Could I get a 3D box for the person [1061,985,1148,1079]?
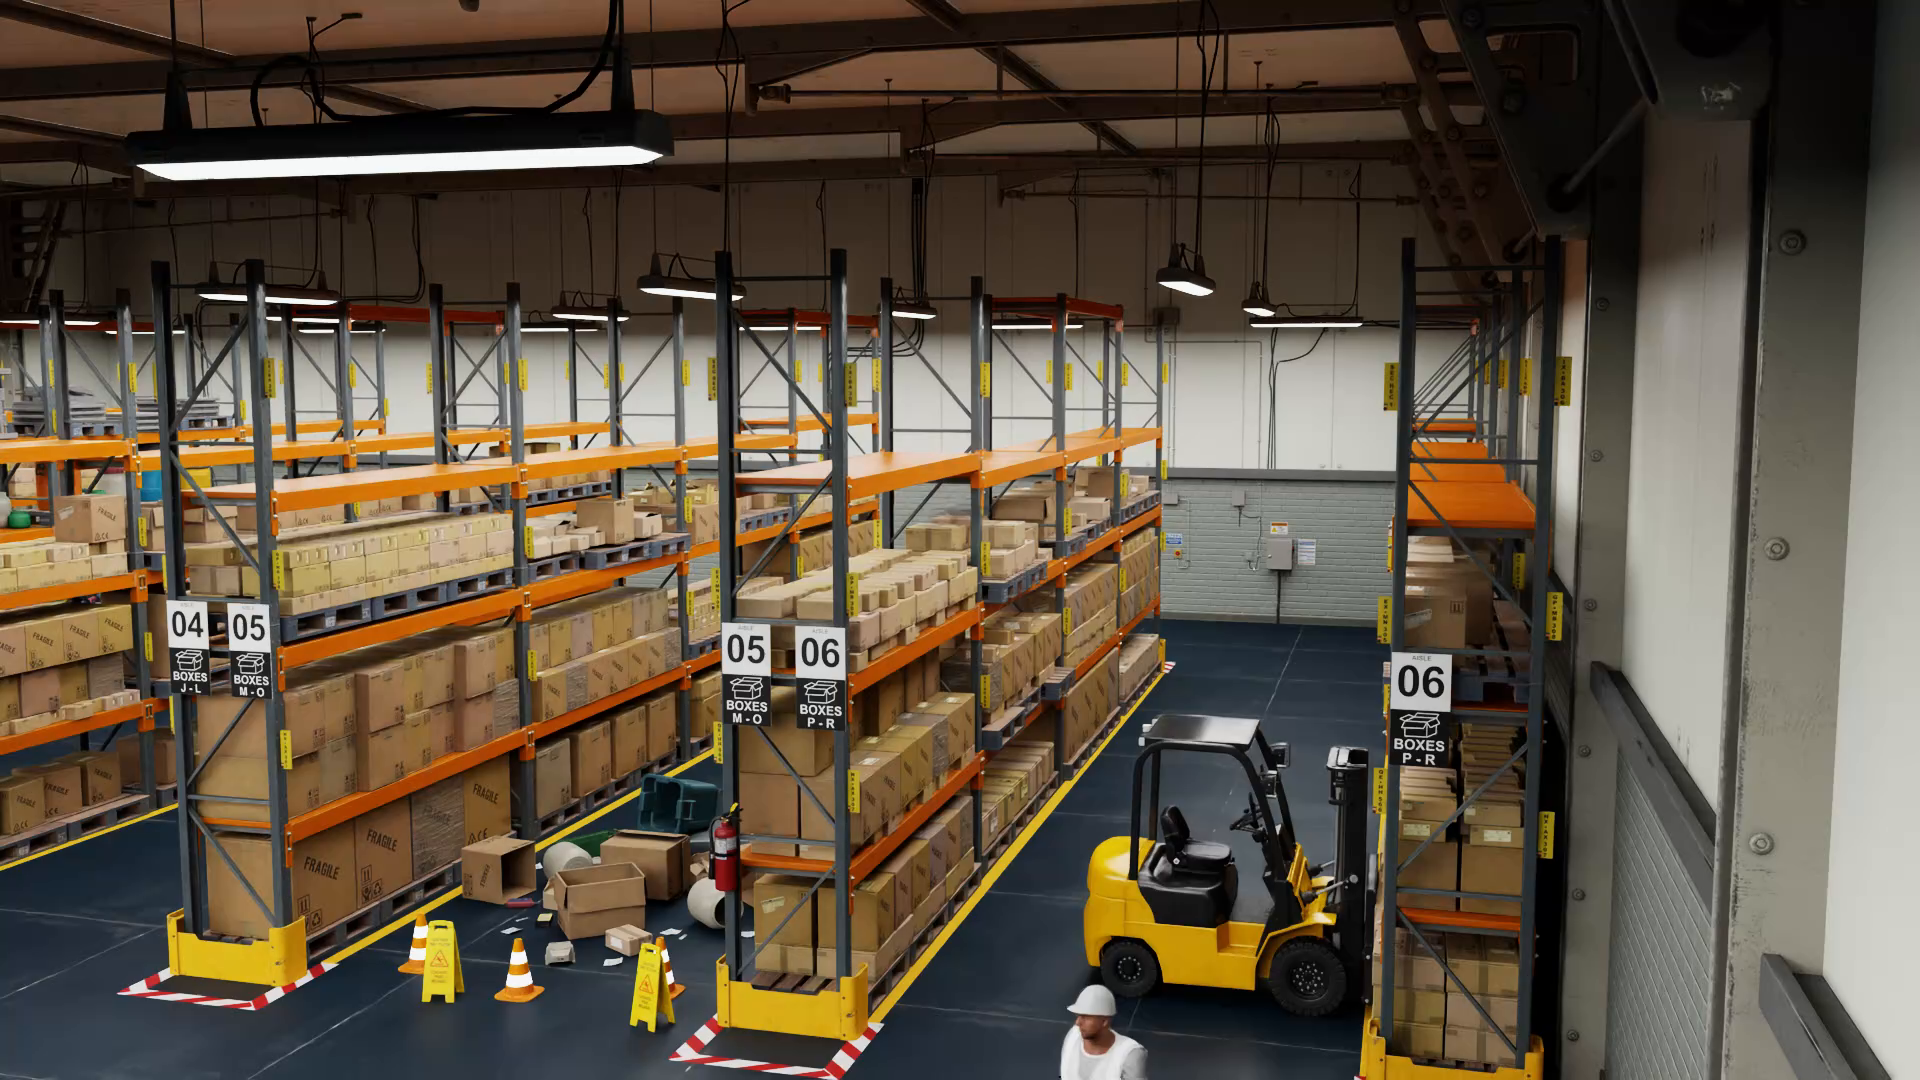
[{"bbox_3d":[0.720,3.326,9.103,0.598,1.785,0.819,4,7,32],"label":"person"}]
